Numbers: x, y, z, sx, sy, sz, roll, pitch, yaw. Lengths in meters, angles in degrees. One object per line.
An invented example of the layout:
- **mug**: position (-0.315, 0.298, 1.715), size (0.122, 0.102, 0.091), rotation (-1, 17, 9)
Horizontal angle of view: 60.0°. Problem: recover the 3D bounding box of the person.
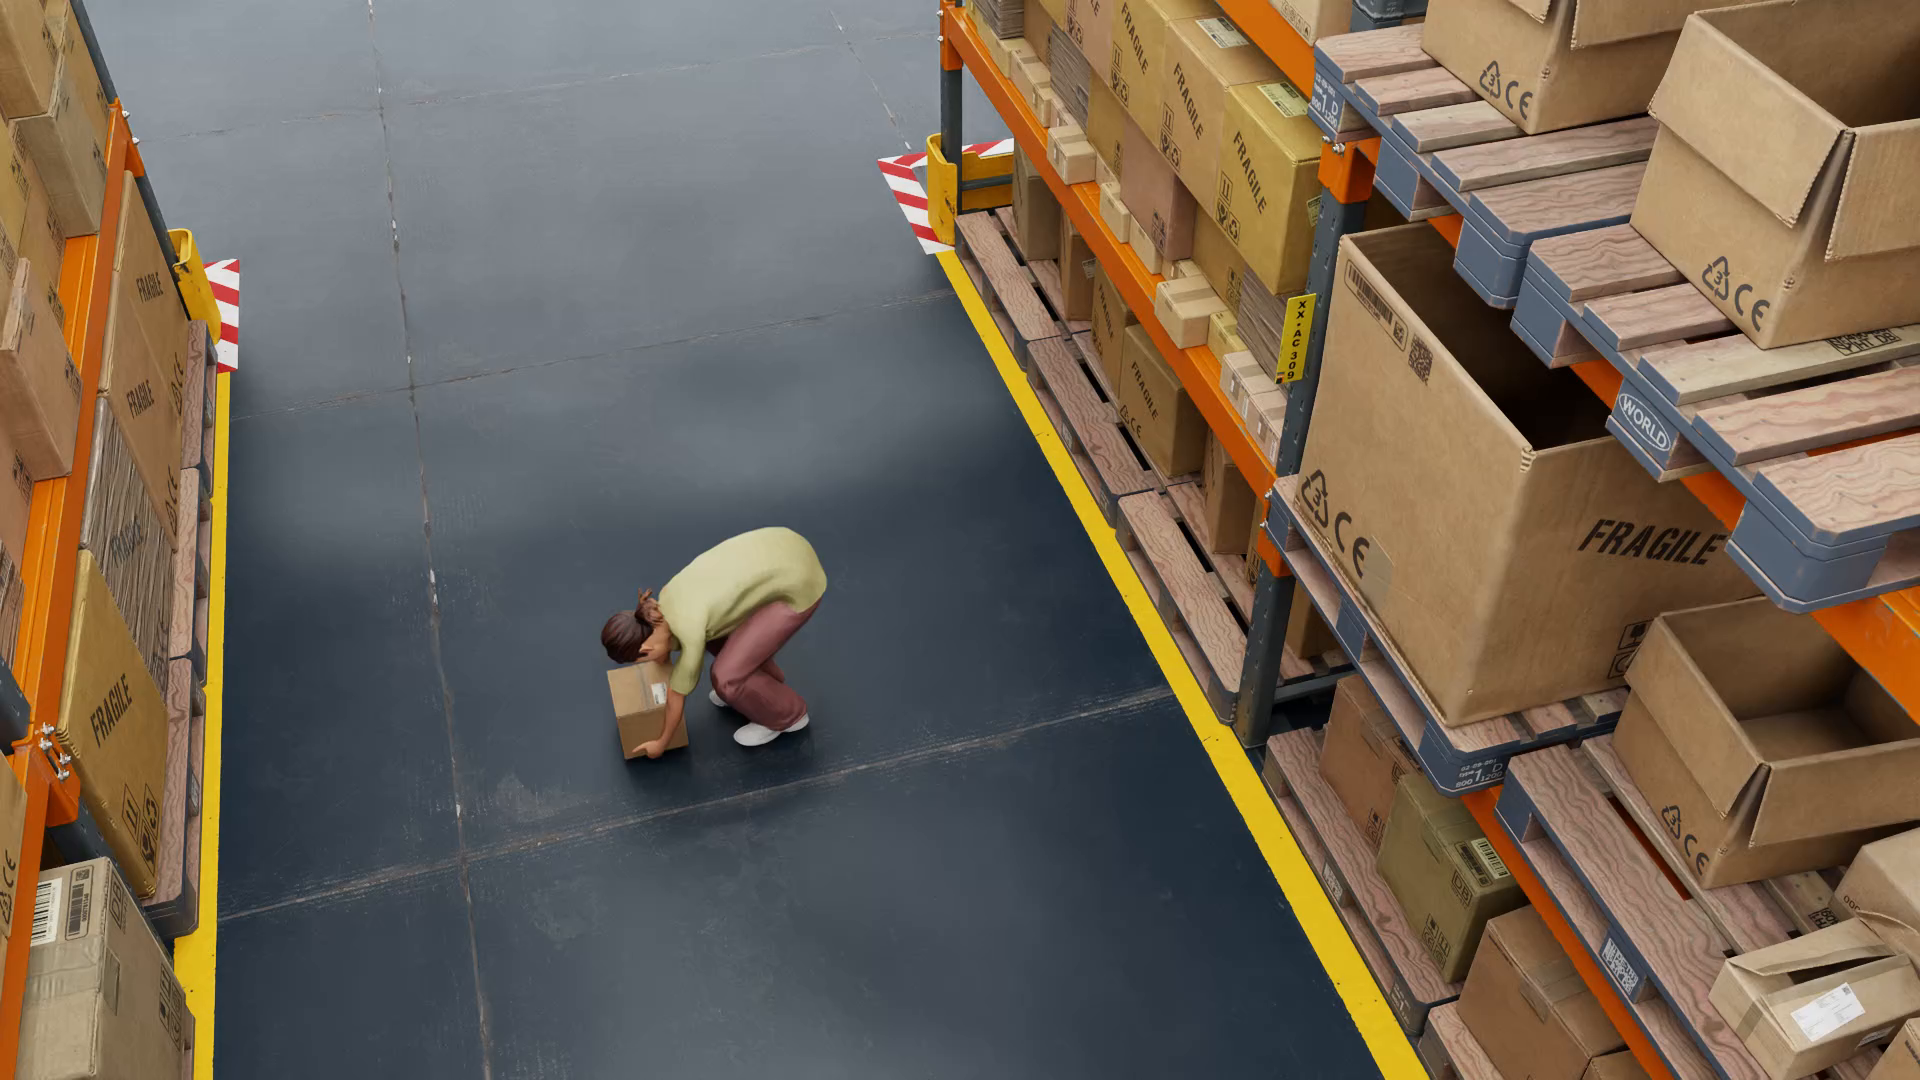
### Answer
- **person**: position (-0.916, 0.401, 6.322), size (0.848, 0.864, 0.468), rotation (-14, 44, -15)
